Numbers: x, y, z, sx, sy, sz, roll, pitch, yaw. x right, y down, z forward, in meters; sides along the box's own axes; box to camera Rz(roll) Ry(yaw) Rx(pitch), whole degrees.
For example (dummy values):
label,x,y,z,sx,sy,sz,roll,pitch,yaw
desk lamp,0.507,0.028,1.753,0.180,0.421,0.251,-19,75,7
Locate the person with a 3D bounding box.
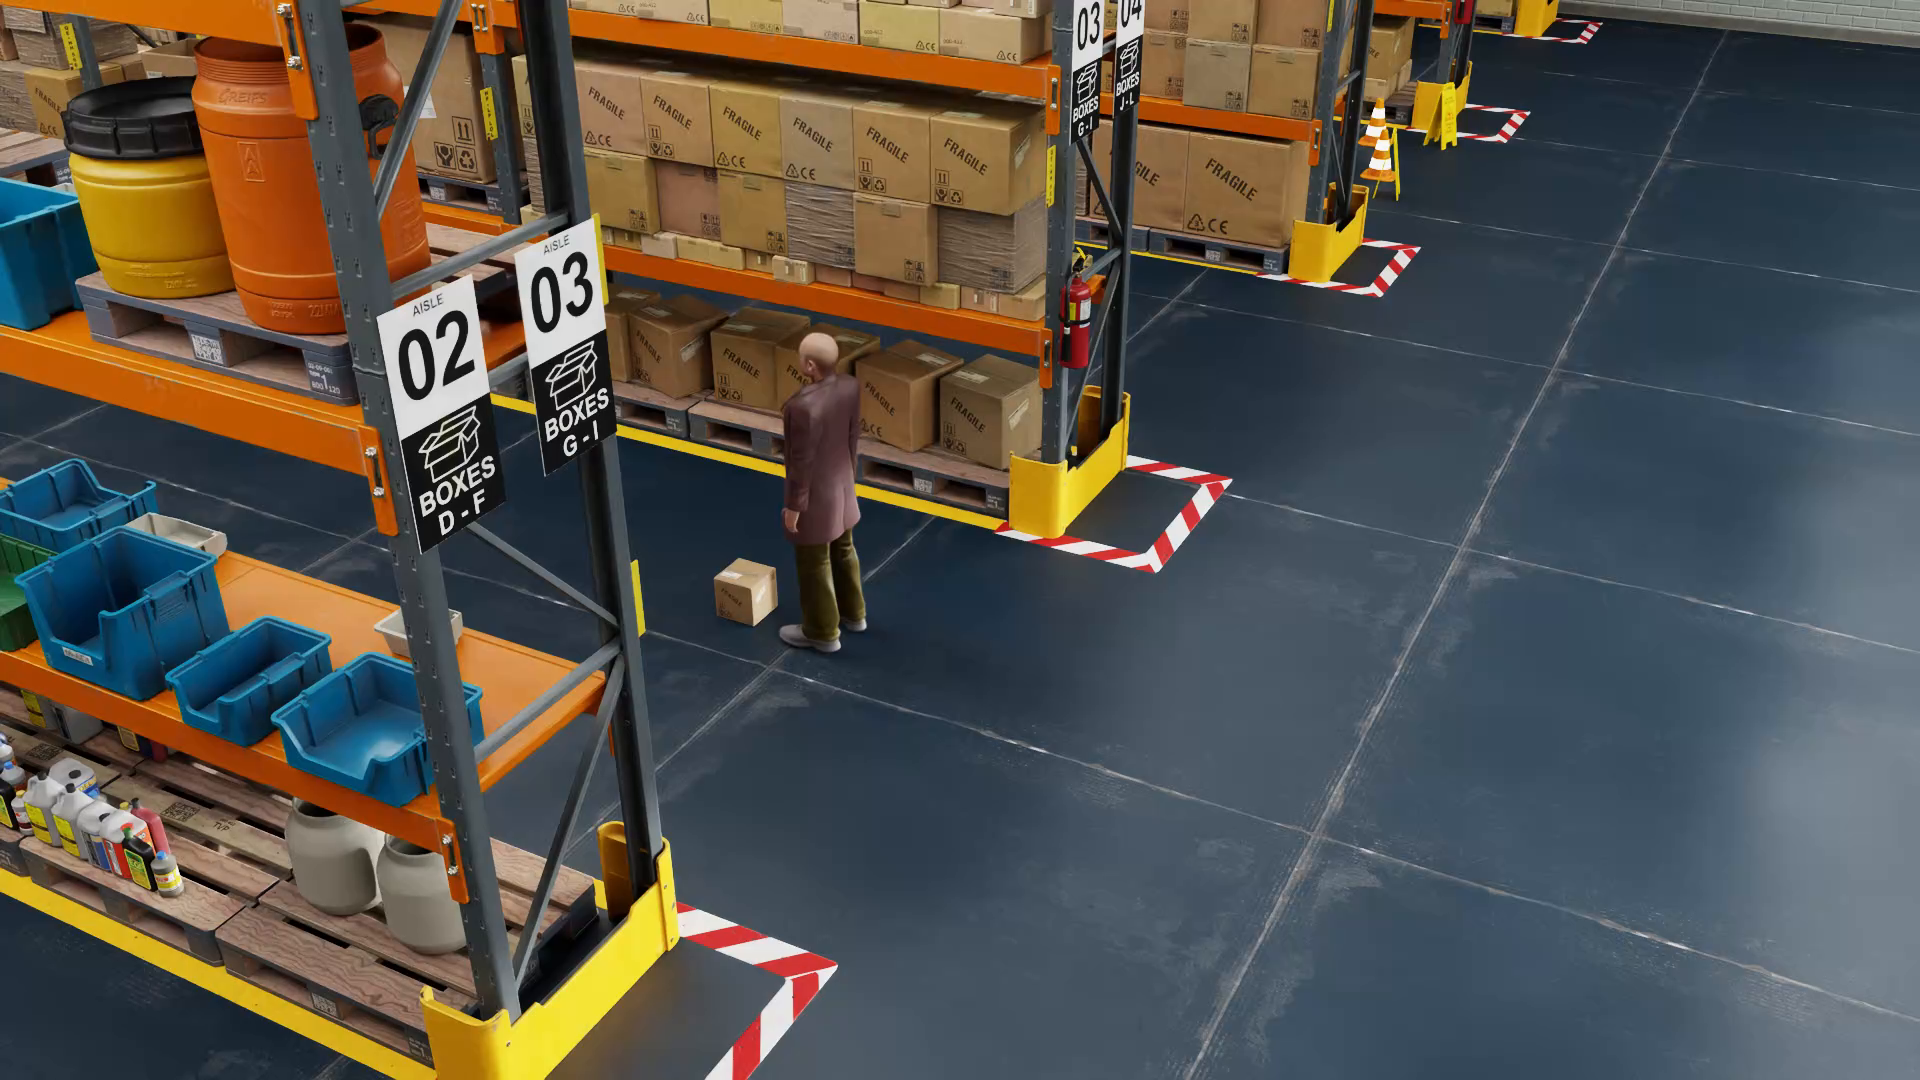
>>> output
label,x,y,z,sx,sy,sz,roll,pitch,yaw
person,-0.754,-0.261,8.746,0.398,1.783,0.578,14,33,24
